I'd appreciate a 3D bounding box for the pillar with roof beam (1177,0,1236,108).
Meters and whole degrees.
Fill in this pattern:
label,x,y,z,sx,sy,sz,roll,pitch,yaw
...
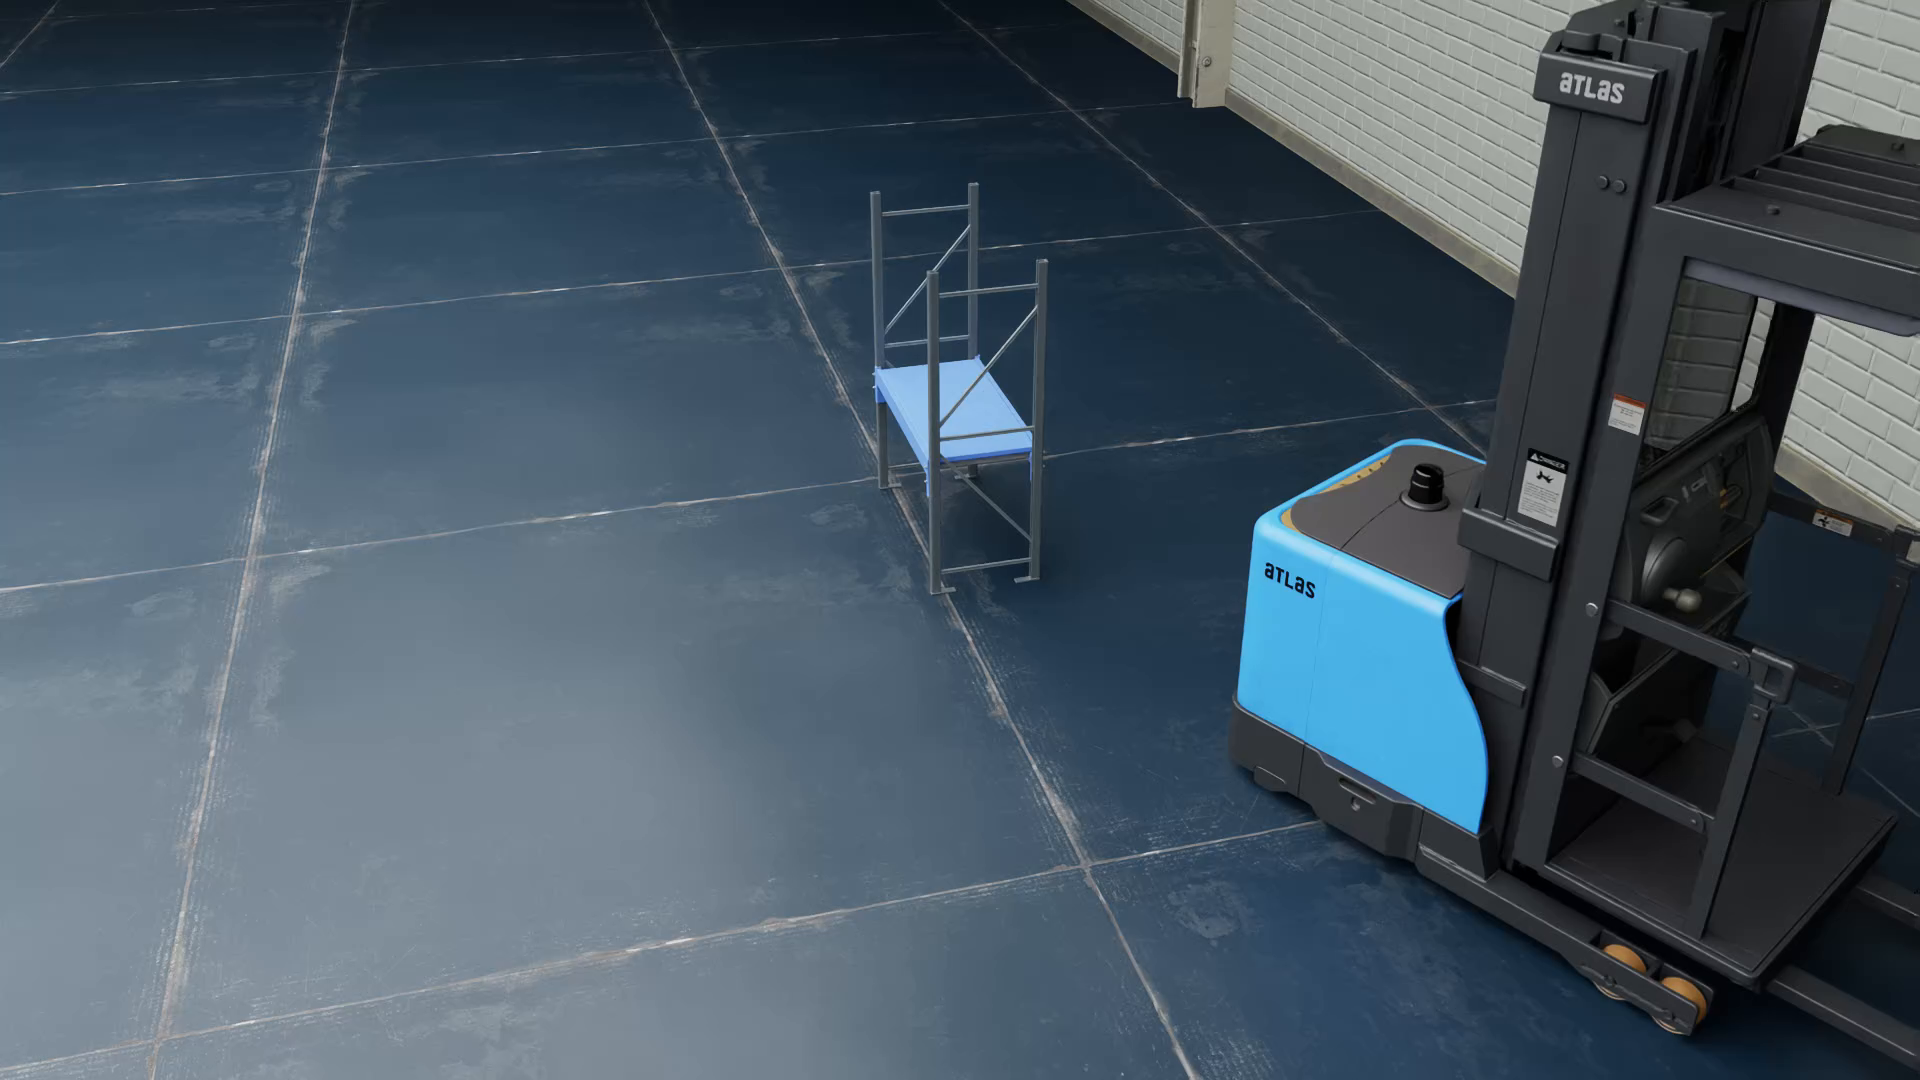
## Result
label,x,y,z,sx,sy,sz,roll,pitch,yaw
pillar with roof beam,-2.071,-7.091,11.018,9.100,9.000,0.400,-8,31,-13

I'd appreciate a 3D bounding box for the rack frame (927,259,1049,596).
label,x,y,z,sx,sy,sz,roll,pitch,yaw
rack frame,0.112,-0.445,7.021,0.500,1.500,0.032,-8,31,-13

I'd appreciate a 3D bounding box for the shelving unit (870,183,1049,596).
label,x,y,z,sx,sy,sz,roll,pitch,yaw
shelving unit,-0.023,-0.690,7.445,0.538,1.500,1.048,-8,31,-13

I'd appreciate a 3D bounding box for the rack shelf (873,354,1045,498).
label,x,y,z,sx,sy,sz,roll,pitch,yaw
rack shelf,-0.023,-0.535,7.536,0.538,0.185,1.000,-8,31,-13

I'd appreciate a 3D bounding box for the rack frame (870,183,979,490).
label,x,y,z,sx,sy,sz,roll,pitch,yaw
rack frame,-0.158,-0.936,7.870,0.500,1.500,0.032,-8,31,-13

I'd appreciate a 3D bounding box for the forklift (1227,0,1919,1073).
label,x,y,z,sx,sy,sz,roll,pitch,yaw
forklift,2.379,-0.042,4.897,1.130,2.935,3.031,-25,38,-36
